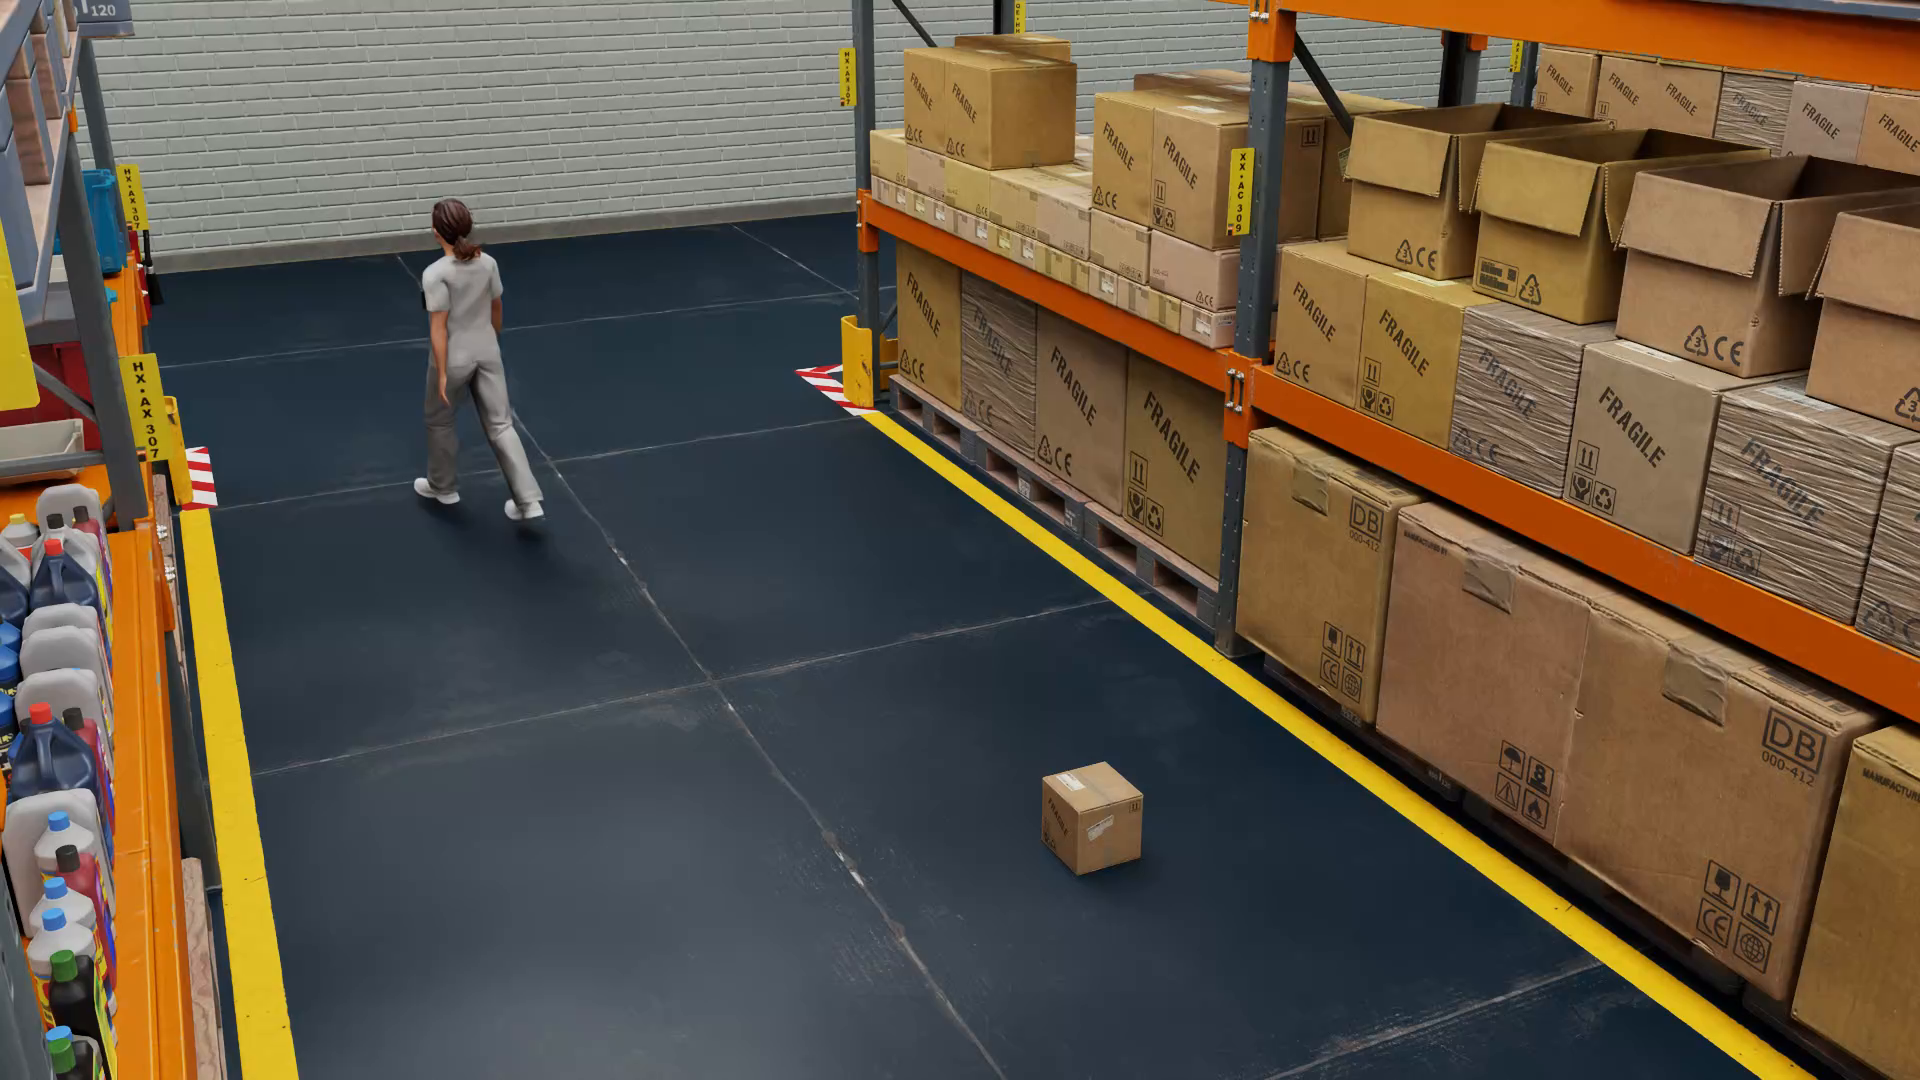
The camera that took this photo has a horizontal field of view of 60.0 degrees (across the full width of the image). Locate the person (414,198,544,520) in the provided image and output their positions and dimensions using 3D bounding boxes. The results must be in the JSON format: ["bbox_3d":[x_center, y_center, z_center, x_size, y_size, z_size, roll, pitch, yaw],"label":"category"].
[{"bbox_3d":[-2.459,-0.892,8.298,0.459,1.609,1.013,-20,30,-40],"label":"person"}]
